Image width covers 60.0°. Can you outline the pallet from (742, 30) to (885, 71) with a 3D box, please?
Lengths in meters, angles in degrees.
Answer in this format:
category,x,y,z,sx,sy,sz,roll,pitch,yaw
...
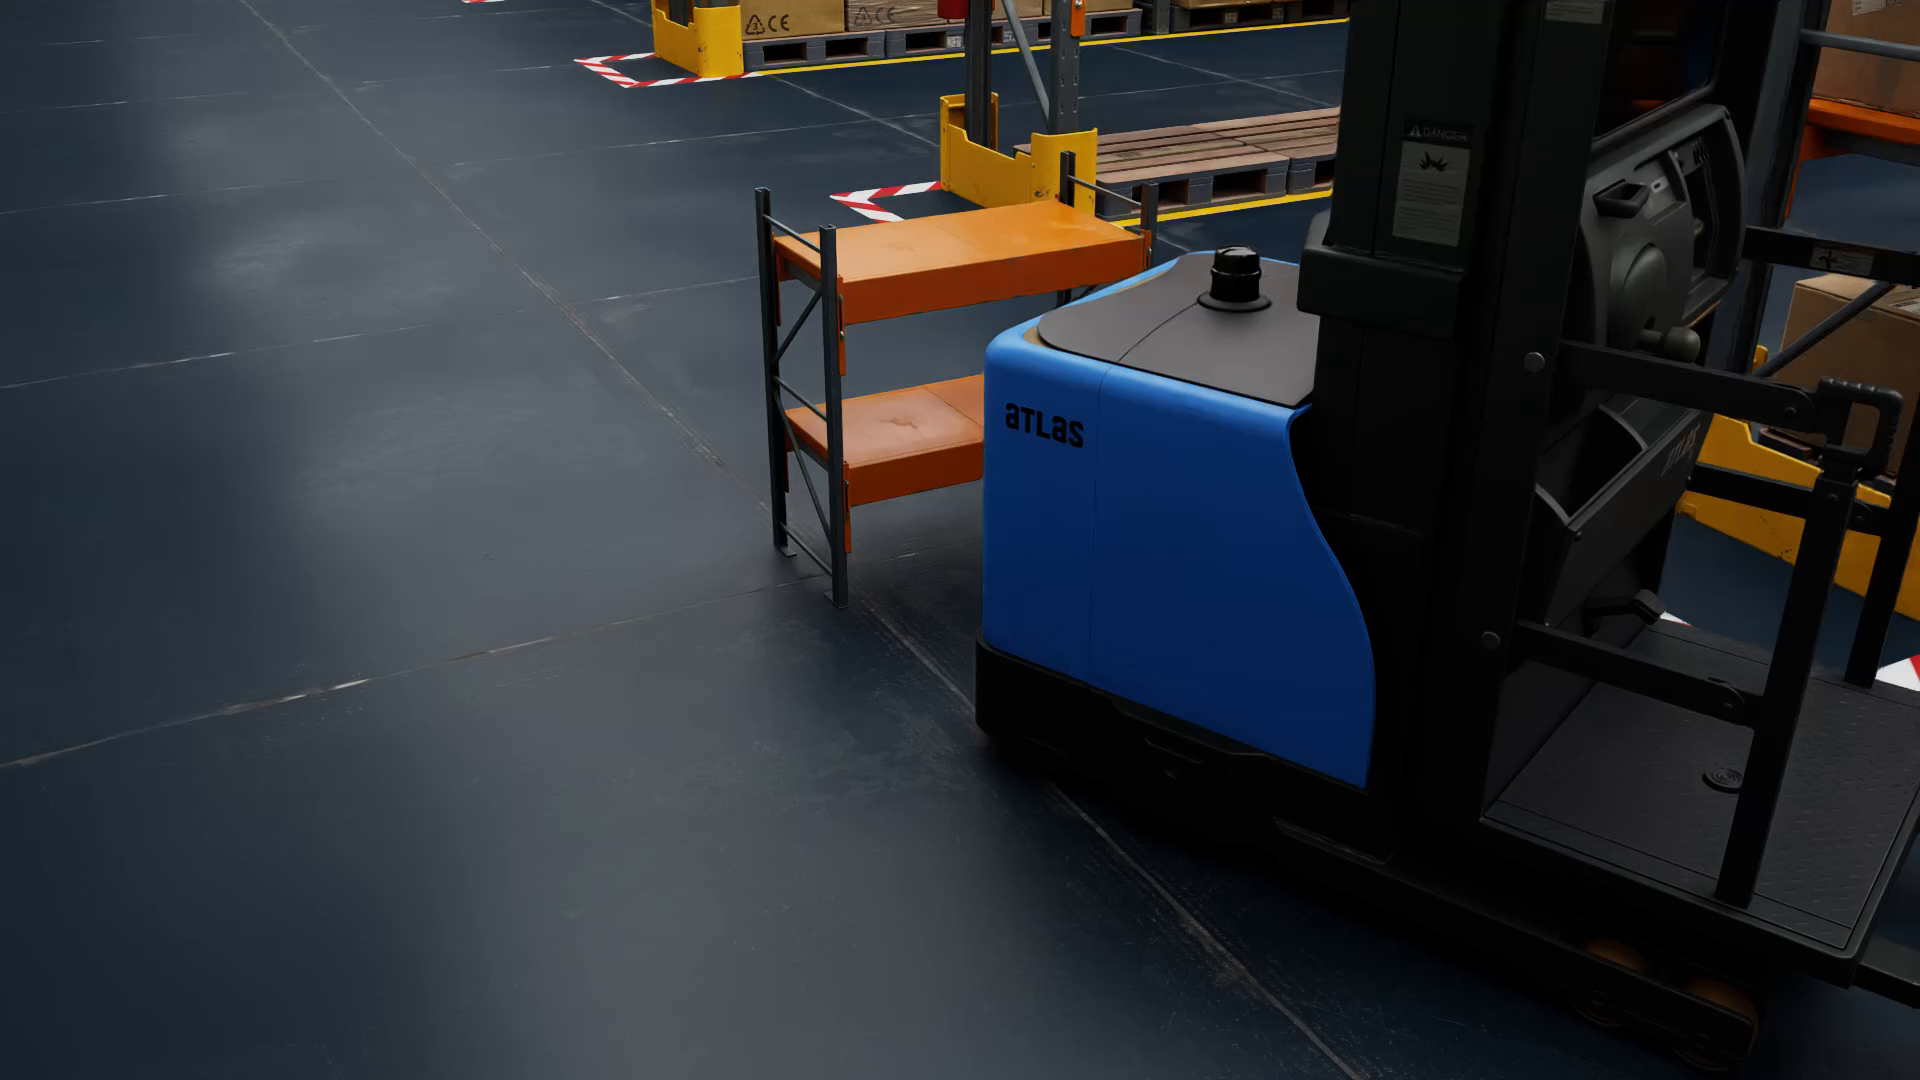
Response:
category,x,y,z,sx,sy,sz,roll,pitch,yaw
pallet,-1.352,-4.001,13.339,1.213,0.211,1.003,-13,29,-25

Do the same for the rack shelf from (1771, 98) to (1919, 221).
category,x,y,z,sx,sy,sz,roll,pitch,yaw
rack shelf,4.403,-1.364,5.456,4.000,0.370,1.077,-13,29,-25

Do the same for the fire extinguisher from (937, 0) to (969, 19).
category,x,y,z,sx,sy,sz,roll,pitch,yaw
fire extinguisher,-0.037,-3.113,8.789,0.183,0.674,0.296,-13,29,-25

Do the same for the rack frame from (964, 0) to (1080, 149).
category,x,y,z,sx,sy,sz,roll,pitch,yaw
rack frame,0.310,-3.173,8.394,0.127,3.000,1.000,-13,29,-25

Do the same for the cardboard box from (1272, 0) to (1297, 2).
category,x,y,z,sx,sy,sz,roll,pitch,yaw
cardboard box,2.853,-5.431,15.067,0.875,0.875,1.225,-14,29,-27

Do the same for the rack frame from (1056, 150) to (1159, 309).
category,x,y,z,sx,sy,sz,roll,pitch,yaw
rack frame,0.443,-0.609,5.219,0.032,1.125,0.500,-13,29,-25

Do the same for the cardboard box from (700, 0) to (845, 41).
category,x,y,z,sx,sy,sz,roll,pitch,yaw
cardboard box,-1.493,-4.457,13.038,0.875,0.875,0.875,-13,29,-25

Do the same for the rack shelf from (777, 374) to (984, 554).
category,x,y,z,sx,sy,sz,roll,pitch,yaw
rack shelf,-0.006,-0.285,5.110,1.000,0.278,0.538,-13,29,-25

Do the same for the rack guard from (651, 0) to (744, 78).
category,x,y,z,sx,sy,sz,roll,pitch,yaw
rack guard,-2.041,-3.933,12.864,0.348,0.500,1.175,-13,29,-25

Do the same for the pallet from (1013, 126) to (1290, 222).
category,x,y,z,sx,sy,sz,roll,pitch,yaw
pallet,1.056,-2.069,9.316,1.213,0.211,1.003,-13,29,-25

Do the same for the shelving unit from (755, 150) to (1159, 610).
category,x,y,z,sx,sy,sz,roll,pitch,yaw
shelving unit,-0.006,-0.506,5.004,1.048,1.125,0.538,-13,29,-25

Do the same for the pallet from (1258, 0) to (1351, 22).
category,x,y,z,sx,sy,sz,roll,pitch,yaw
pallet,3.232,-5.059,15.542,1.213,0.211,1.003,-13,29,-25

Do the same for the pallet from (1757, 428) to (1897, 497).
category,x,y,z,sx,sy,sz,roll,pitch,yaw
pallet,3.408,-0.202,5.427,1.213,0.211,1.003,-13,29,-25

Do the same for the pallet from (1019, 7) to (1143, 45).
category,x,y,z,sx,sy,sz,roll,pitch,yaw
pallet,0.801,-4.498,14.374,1.213,0.211,1.003,-13,29,-25

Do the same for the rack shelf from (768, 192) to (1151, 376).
category,x,y,z,sx,sy,sz,roll,pitch,yaw
rack shelf,-0.006,-0.770,4.877,1.000,0.278,0.538,-13,29,-25

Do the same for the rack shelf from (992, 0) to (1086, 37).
category,x,y,z,sx,sy,sz,roll,pitch,yaw
rack shelf,2.075,-3.256,9.398,4.000,0.370,1.077,-13,29,-25

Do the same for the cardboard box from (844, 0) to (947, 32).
category,x,y,z,sx,sy,sz,roll,pitch,yaw
cardboard box,-0.690,-4.643,13.424,0.875,0.875,0.875,-13,29,-25

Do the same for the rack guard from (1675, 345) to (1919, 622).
category,x,y,z,sx,sy,sz,roll,pitch,yaw
rack guard,2.705,-0.169,5.025,0.348,0.500,1.175,-13,29,-25

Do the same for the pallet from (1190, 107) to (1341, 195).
category,x,y,z,sx,sy,sz,roll,pitch,yaw
pallet,2.131,-2.316,9.830,1.213,0.211,1.003,-13,29,-25

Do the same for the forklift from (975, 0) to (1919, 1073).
category,x,y,z,sx,sy,sz,roll,pitch,yaw
forklift,1.511,-0.577,3.065,3.031,2.935,1.130,19,31,34

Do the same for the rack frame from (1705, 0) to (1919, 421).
category,x,y,z,sx,sy,sz,roll,pitch,yaw
rack frame,2.638,-1.281,4.452,0.127,3.000,1.000,-13,29,-25

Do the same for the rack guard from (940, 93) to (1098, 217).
category,x,y,z,sx,sy,sz,roll,pitch,yaw
rack guard,0.295,-2.037,8.914,0.348,0.500,1.175,-13,29,-25

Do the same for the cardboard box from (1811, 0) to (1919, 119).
category,x,y,z,sx,sy,sz,roll,pitch,yaw
cardboard box,2.905,-1.521,4.837,0.500,0.500,0.500,-12,28,-24

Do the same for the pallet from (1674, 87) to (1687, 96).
category,x,y,z,sx,sy,sz,roll,pitch,yaw
pallet,4.540,-2.872,10.988,1.213,0.211,1.003,-13,29,-25

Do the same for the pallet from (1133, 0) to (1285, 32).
category,x,y,z,sx,sy,sz,roll,pitch,yaw
pallet,2.155,-4.808,15.021,1.213,0.211,1.003,-13,29,-25

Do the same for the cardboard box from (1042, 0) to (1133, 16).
category,x,y,z,sx,sy,sz,roll,pitch,yaw
cardboard box,0.889,-5.007,14.183,0.875,0.875,0.875,-13,29,-25

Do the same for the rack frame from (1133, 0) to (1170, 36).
category,x,y,z,sx,sy,sz,roll,pitch,yaw
rack frame,1.509,-5.880,14.030,0.127,3.000,1.000,-13,29,-25

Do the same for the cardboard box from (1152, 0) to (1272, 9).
category,x,y,z,sx,sy,sz,roll,pitch,yaw
cardboard box,2.065,-5.249,14.687,0.875,0.875,1.225,-13,29,-25

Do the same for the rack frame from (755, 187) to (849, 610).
category,x,y,z,sx,sy,sz,roll,pitch,yaw
rack frame,-0.455,-0.402,4.788,0.032,1.125,0.500,-13,29,-25

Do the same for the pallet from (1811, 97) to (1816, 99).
category,x,y,z,sx,sy,sz,roll,pitch,yaw
pallet,5.618,-3.122,11.509,1.213,0.211,1.003,-13,29,-25

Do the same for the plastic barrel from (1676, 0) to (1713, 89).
category,x,y,z,sx,sy,sz,roll,pitch,yaw
plastic barrel,4.953,-3.480,10.972,0.708,0.901,0.600,-13,29,-25

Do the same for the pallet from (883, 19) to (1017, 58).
category,x,y,z,sx,sy,sz,roll,pitch,yaw
pallet,-0.276,-4.247,13.853,1.213,0.211,1.003,-13,29,-25

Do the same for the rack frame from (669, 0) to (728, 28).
category,x,y,z,sx,sy,sz,roll,pitch,yaw
rack frame,-2.020,-5.065,12.334,0.127,3.000,1.000,-13,29,-25

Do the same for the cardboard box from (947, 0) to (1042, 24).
category,x,y,z,sx,sy,sz,roll,pitch,yaw
cardboard box,0.095,-4.824,13.801,0.875,0.875,0.875,-13,29,-25

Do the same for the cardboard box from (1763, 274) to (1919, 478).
category,x,y,z,sx,sy,sz,roll,pitch,yaw
cardboard box,3.002,-0.557,5.325,0.500,0.500,0.500,-13,29,-25
